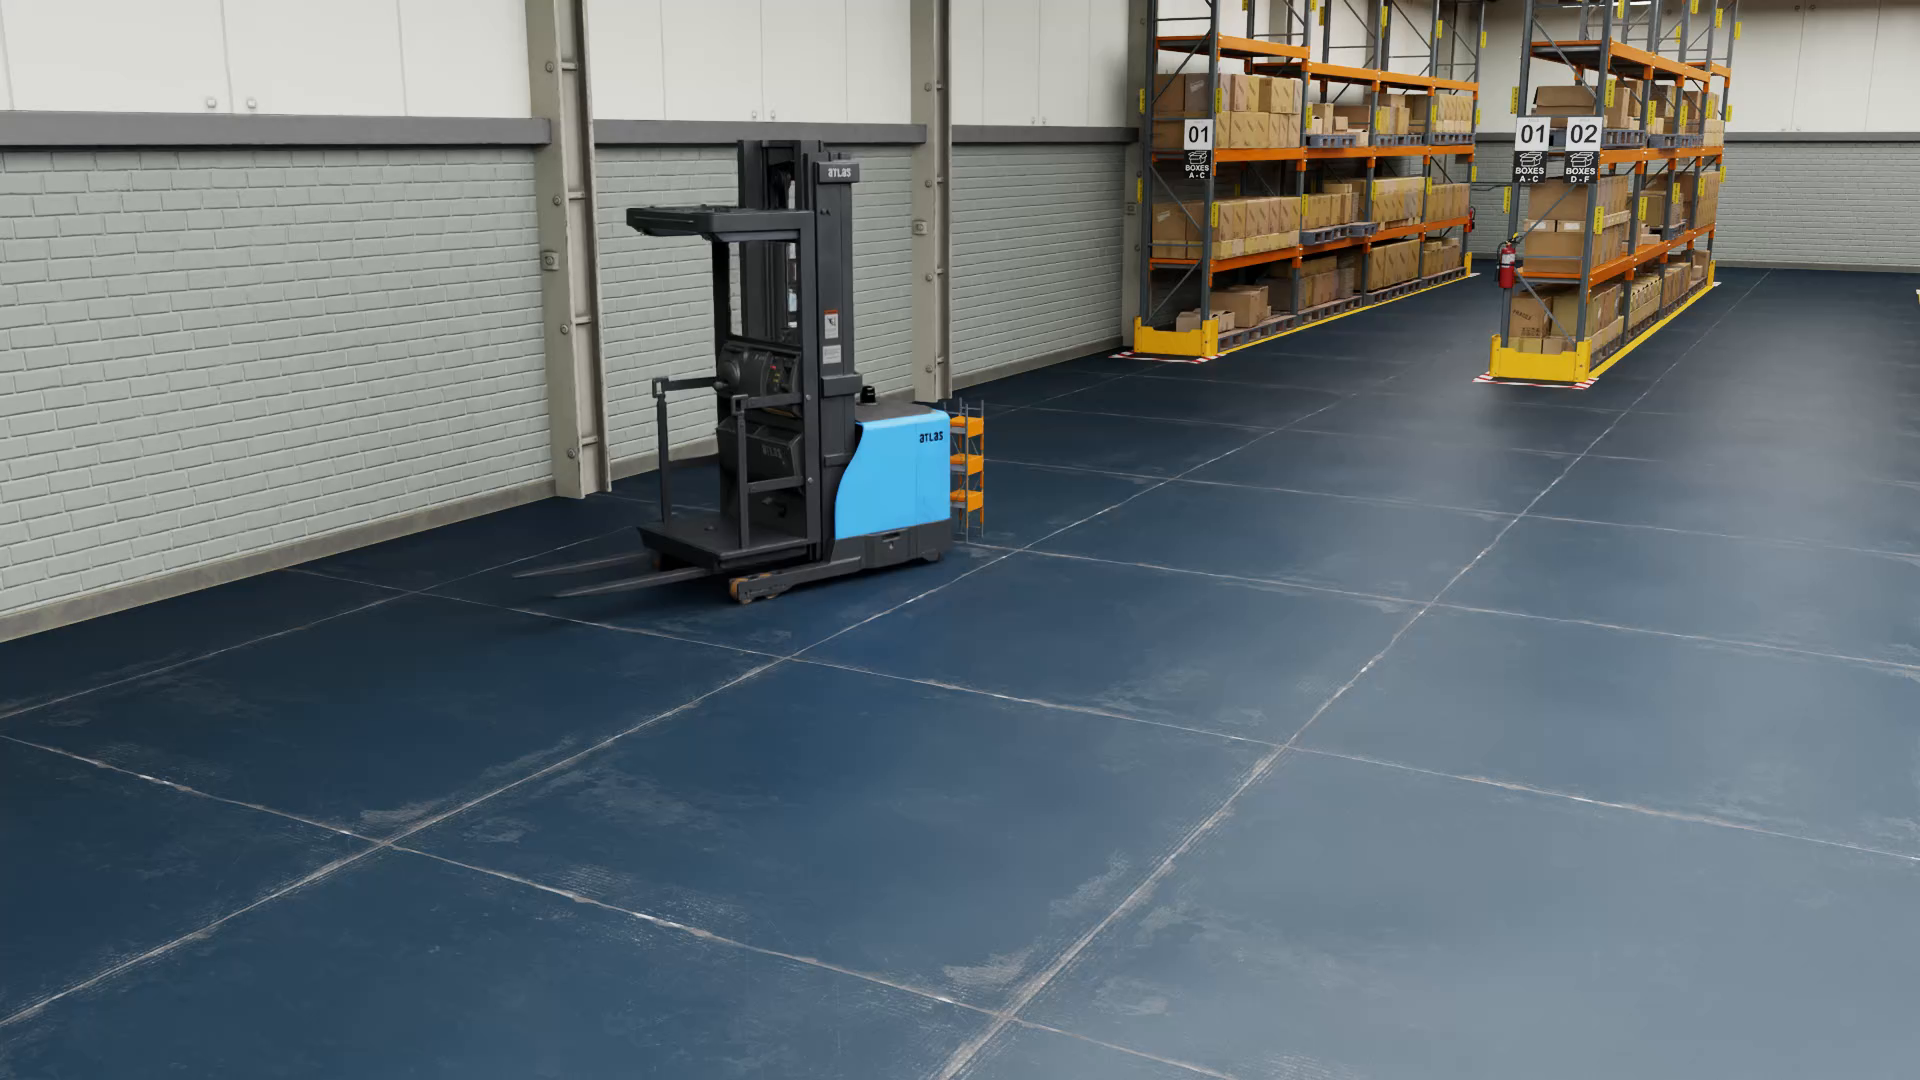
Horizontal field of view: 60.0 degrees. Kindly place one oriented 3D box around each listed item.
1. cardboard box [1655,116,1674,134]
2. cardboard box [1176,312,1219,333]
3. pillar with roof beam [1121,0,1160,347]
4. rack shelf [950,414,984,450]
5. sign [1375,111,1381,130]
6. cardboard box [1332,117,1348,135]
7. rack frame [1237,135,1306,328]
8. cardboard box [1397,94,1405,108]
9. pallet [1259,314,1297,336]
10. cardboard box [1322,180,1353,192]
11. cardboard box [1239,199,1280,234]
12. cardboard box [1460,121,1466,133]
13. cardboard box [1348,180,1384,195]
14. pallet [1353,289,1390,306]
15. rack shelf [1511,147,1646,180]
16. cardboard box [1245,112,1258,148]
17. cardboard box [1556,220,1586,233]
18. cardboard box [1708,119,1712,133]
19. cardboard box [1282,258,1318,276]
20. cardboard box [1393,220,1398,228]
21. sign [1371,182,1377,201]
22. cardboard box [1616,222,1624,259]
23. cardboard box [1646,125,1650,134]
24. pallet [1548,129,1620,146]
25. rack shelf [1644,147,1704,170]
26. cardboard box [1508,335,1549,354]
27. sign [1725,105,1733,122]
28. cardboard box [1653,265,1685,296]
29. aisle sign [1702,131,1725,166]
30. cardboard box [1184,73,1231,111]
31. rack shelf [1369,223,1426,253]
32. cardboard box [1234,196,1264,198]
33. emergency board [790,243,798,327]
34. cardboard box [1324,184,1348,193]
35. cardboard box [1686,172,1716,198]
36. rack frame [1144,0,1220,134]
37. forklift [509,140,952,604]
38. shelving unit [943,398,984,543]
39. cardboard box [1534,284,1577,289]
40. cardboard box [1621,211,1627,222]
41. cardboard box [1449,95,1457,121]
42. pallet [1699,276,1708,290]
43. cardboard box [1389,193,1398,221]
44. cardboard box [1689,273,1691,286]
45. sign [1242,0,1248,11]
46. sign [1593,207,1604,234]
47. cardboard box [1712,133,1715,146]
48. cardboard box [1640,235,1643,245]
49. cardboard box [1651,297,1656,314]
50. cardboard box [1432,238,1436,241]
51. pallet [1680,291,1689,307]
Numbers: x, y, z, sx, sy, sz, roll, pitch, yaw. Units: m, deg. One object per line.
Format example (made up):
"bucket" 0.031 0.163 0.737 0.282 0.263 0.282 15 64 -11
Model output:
"cardboard box" 11.385 -6.762 27.567 0.910 0.500 0.500 7 15 28
"cardboard box" 3.411 -3.119 23.870 0.500 0.311 0.500 6 15 22
"pillar with roof beam" 6.348 -6.751 21.336 9.100 9.000 0.400 7 15 28
"rack shelf" 0.026 -0.787 12.392 0.215 0.259 0.240 7 15 28
"sign" 7.339 -7.370 29.200 0.100 0.325 0.005 7 15 28
"cardboard box" 6.158 -6.985 28.443 0.797 0.503 0.637 10 17 36
"rack frame" 4.932 -4.901 26.464 1.000 3.000 0.127 7 15 28
"cardboard box" 8.259 -8.462 32.082 0.500 0.250 0.500 9 16 32
"pallet" 4.638 -3.404 26.203 1.003 0.211 1.213 7 15 28
"cardboard box" 6.858 -6.412 30.239 0.500 0.250 0.500 8 16 30
"cardboard box" 4.485 -4.866 24.993 0.500 0.500 0.500 7 15 26
"cardboard box" 10.361 -8.714 35.090 0.500 0.250 0.500 7 15 26
"cardboard box" 7.325 -6.359 30.021 0.500 0.250 0.500 8 16 29
"pallet" 7.313 -4.520 30.831 1.003 0.211 1.213 7 15 28
"rack shelf" 8.303 -5.039 22.170 1.077 0.370 4.000 7 15 28
"cardboard box" 3.917 -5.851 23.746 0.500 0.500 0.500 8 16 31
"cardboard box" 7.714 -3.940 20.881 0.380 0.149 0.250 7 15 28
"cardboard box" 13.830 -7.785 31.278 0.500 0.250 0.500 7 15 28
"cardboard box" 5.731 -4.616 28.073 0.500 0.250 0.500 7 15 26
"cardboard box" 8.092 -6.020 31.598 0.380 0.149 0.250 8 16 30
"sign" 7.345 -6.187 29.495 0.100 0.325 0.005 7 15 28
"cardboard box" 9.061 -4.298 23.747 0.700 0.500 0.500 7 15 27
"cardboard box" 10.248 -6.316 25.355 0.500 0.250 0.500 6 15 23
"pallet" 7.701 -5.078 20.984 1.003 0.211 1.213 7 15 28
"rack shelf" 12.170 -6.680 28.978 1.077 0.370 4.000 7 15 28
"cardboard box" 7.337 -2.531 21.604 0.500 0.250 0.500 7 15 28
"sign" 15.547 -8.625 33.618 0.100 0.325 0.005 7 15 28
"cardboard box" 12.661 -4.644 29.791 0.500 0.500 0.500 8 16 29
"aisle sign" 15.372 -8.046 33.961 0.394 0.787 0.004 7 15 28
"cardboard box" 3.397 -6.135 22.791 0.500 0.500 0.500 6 15 24
"rack shelf" 7.832 -5.783 31.655 1.077 0.370 4.000 7 15 28
"cardboard box" 4.522 -5.130 26.090 0.500 0.500 0.500 7 15 27
"emergency board" -1.549 -2.589 16.871 0.194 1.169 0.643 7 15 28
"cardboard box" 6.582 -6.158 29.141 0.380 0.149 0.250 5 14 19
"cardboard box" 14.607 -7.005 32.841 0.500 0.500 0.500 8 16 30
"rack frame" 2.998 -6.997 22.357 1.000 3.000 0.127 7 15 28
"forklift" -1.512 -1.150 11.049 3.031 2.935 1.130 -11 17 -39
"shelving unit" 0.026 -0.521 12.456 0.215 1.050 0.252 7 15 28
"cardboard box" 8.288 -3.308 23.226 0.500 0.500 0.500 7 15 28
"cardboard box" 9.205 -4.574 23.510 0.380 0.149 0.250 7 15 27
"cardboard box" 9.866 -8.868 34.128 0.500 0.500 0.500 7 15 28
"pallet" 14.650 -5.268 33.935 1.003 0.211 1.213 7 15 28
"cardboard box" 7.826 -6.204 30.976 0.500 0.500 0.500 7 15 28
"cardboard box" 13.530 -4.951 31.467 0.500 0.311 0.500 7 15 28
"sign" 4.443 -8.411 25.889 0.100 0.325 0.005 7 15 28
"sign" 7.819 -3.916 20.359 0.100 0.325 0.005 7 15 28
"cardboard box" 14.316 -7.747 32.187 0.500 0.250 0.500 7 15 28
"cardboard box" 10.636 -4.771 26.461 0.380 0.149 0.250 9 16 32
"cardboard box" 10.917 -3.787 26.814 0.500 0.250 0.500 7 15 27
"cardboard box" 10.123 -6.457 35.970 0.380 0.149 0.250 7 15 28
"pallet" 12.777 -4.455 30.564 1.003 0.211 1.213 7 15 28
